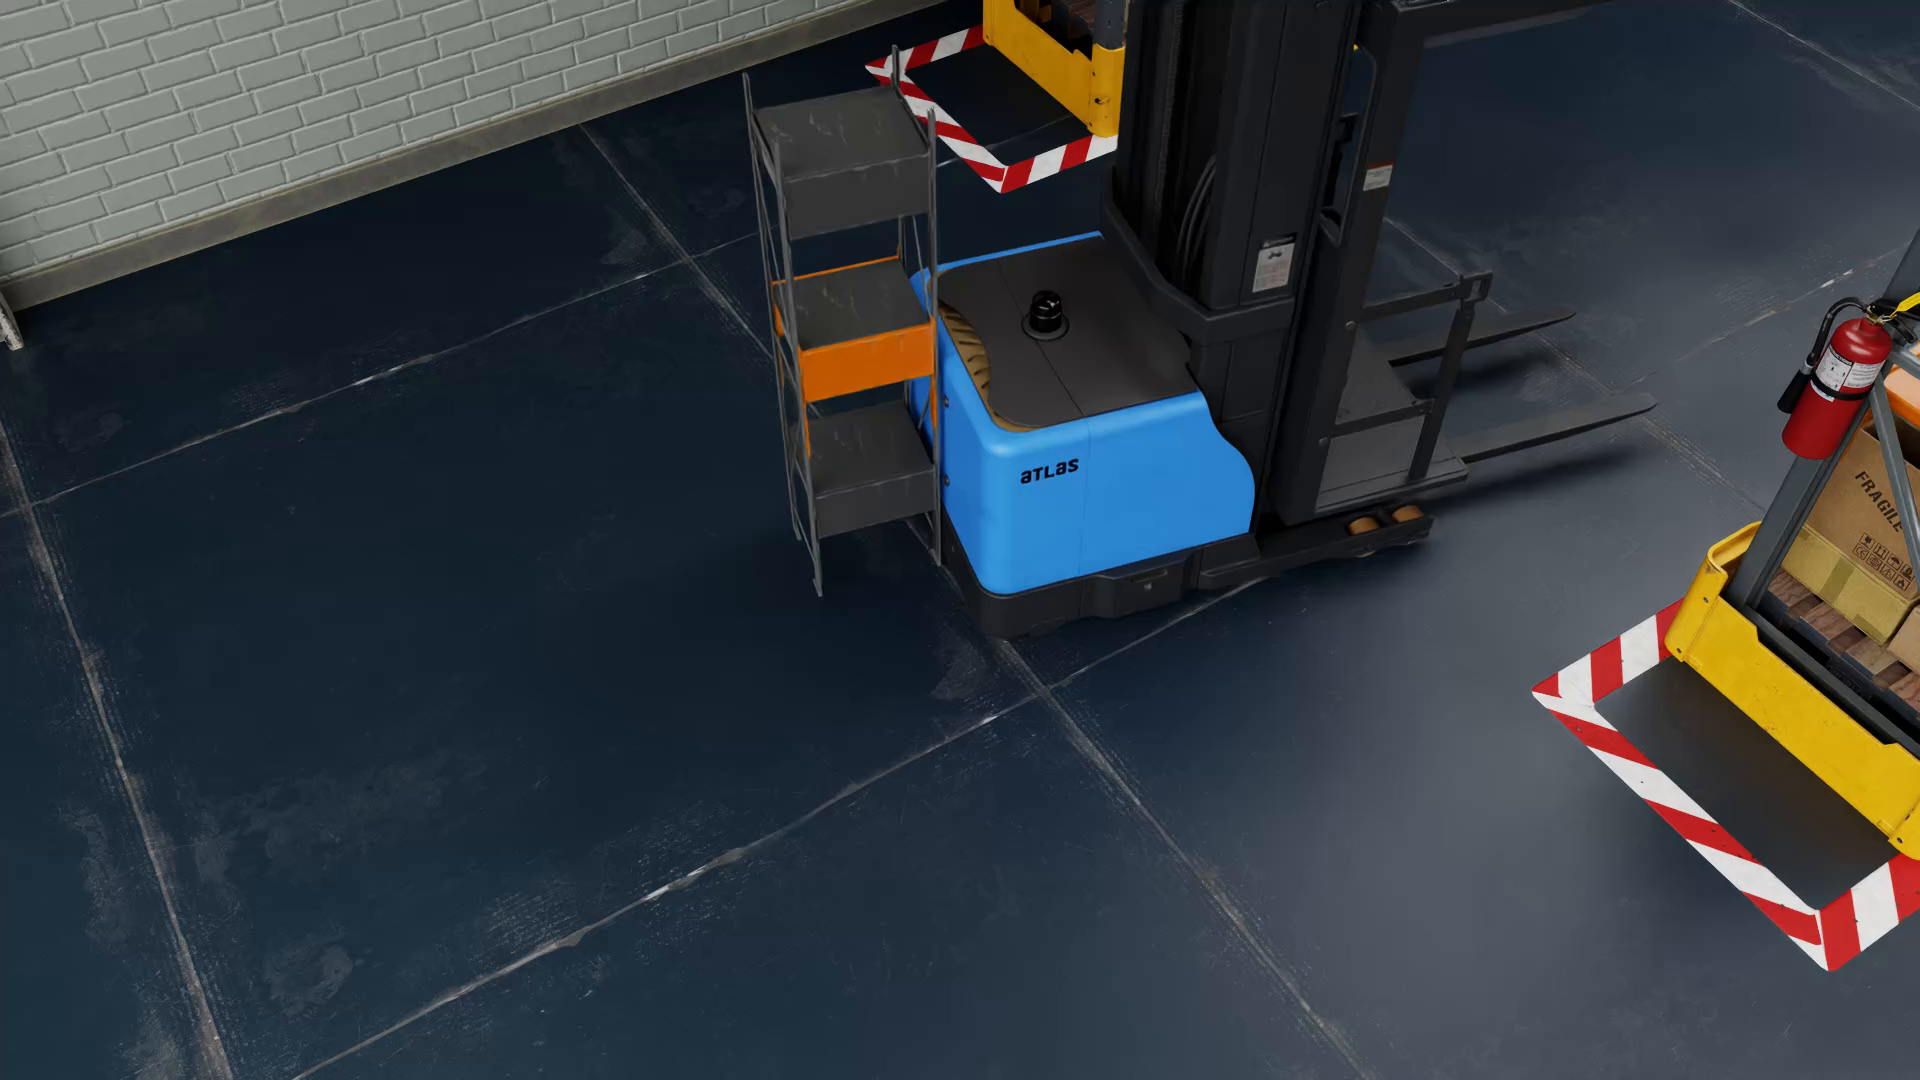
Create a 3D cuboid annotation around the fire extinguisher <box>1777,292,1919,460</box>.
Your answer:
[{"bbox_3d":[2.791,-0.545,5.224,0.183,0.674,0.296,-25,53,-21],"label":"fire extinguisher"}]

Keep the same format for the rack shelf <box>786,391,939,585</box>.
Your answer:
[{"bbox_3d":[-0.377,-0.201,6.424,0.480,0.518,0.431,-14,50,-12],"label":"rack shelf"}]

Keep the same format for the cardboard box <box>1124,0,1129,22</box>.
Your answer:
[{"bbox_3d":[1.126,-2.922,8.795,0.500,0.311,0.500,-31,55,-25],"label":"cardboard box"}]

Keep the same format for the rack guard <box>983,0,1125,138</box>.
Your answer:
[{"bbox_3d":[0.557,-2.650,8.721,0.348,0.500,1.175,-25,53,-21],"label":"rack guard"}]

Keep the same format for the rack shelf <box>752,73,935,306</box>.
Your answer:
[{"bbox_3d":[-0.377,-1.132,5.379,0.480,0.518,0.431,-14,50,-12],"label":"rack shelf"}]

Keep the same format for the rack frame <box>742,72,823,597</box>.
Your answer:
[{"bbox_3d":[-0.608,-0.617,5.839,0.015,2.100,0.400,-14,50,-12],"label":"rack frame"}]

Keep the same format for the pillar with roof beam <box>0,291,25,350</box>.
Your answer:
[{"bbox_3d":[-2.154,-1.162,1.704,0.400,9.000,9.100,-25,53,-21],"label":"pillar with roof beam"}]

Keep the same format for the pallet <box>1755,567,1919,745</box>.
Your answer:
[{"bbox_3d":[3.764,0.272,6.312,1.213,0.211,1.003,-25,53,-21],"label":"pallet"}]

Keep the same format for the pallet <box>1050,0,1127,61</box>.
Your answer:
[{"bbox_3d":[1.263,-2.856,9.097,1.213,0.211,1.003,-25,53,-21],"label":"pallet"}]

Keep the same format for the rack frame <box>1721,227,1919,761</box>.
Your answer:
[{"bbox_3d":[3.139,-0.324,4.975,0.127,3.000,1.000,-25,53,-21],"label":"rack frame"}]

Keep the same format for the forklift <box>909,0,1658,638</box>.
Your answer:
[{"bbox_3d":[1.359,-1.268,5.861,3.031,2.935,1.130,-14,50,-12],"label":"forklift"}]

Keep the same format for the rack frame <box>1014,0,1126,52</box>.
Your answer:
[{"bbox_3d":[0.493,-3.451,7.760,0.127,3.000,1.000,-25,53,-21],"label":"rack frame"}]

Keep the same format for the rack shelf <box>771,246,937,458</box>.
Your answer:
[{"bbox_3d":[-0.377,-0.667,5.901,0.480,0.518,0.431,-14,50,-12],"label":"rack shelf"}]

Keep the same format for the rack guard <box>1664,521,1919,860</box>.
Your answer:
[{"bbox_3d":[3.119,0.517,5.900,0.348,0.500,1.175,-25,53,-21],"label":"rack guard"}]

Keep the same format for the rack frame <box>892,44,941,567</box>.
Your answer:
[{"bbox_3d":[-0.146,-0.734,5.943,0.015,2.100,0.400,-14,50,-12],"label":"rack frame"}]

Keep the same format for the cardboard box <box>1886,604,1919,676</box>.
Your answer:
[{"bbox_3d":[3.712,0.377,5.911,0.500,0.250,0.500,-25,53,-21],"label":"cardboard box"}]

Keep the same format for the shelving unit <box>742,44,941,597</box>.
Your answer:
[{"bbox_3d":[-0.377,-0.676,5.891,0.503,2.100,0.431,-14,50,-12],"label":"shelving unit"}]

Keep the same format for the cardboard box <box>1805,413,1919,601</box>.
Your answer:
[{"bbox_3d":[3.434,-0.200,5.923,0.500,0.500,0.500,-25,53,-21],"label":"cardboard box"}]

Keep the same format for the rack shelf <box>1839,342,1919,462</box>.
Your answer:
[{"bbox_3d":[4.831,-0.882,5.954,4.000,0.370,1.077,-25,53,-21],"label":"rack shelf"}]

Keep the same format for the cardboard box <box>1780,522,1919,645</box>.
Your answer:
[{"bbox_3d":[3.435,0.050,6.202,0.500,0.250,0.500,-25,53,-21],"label":"cardboard box"}]
